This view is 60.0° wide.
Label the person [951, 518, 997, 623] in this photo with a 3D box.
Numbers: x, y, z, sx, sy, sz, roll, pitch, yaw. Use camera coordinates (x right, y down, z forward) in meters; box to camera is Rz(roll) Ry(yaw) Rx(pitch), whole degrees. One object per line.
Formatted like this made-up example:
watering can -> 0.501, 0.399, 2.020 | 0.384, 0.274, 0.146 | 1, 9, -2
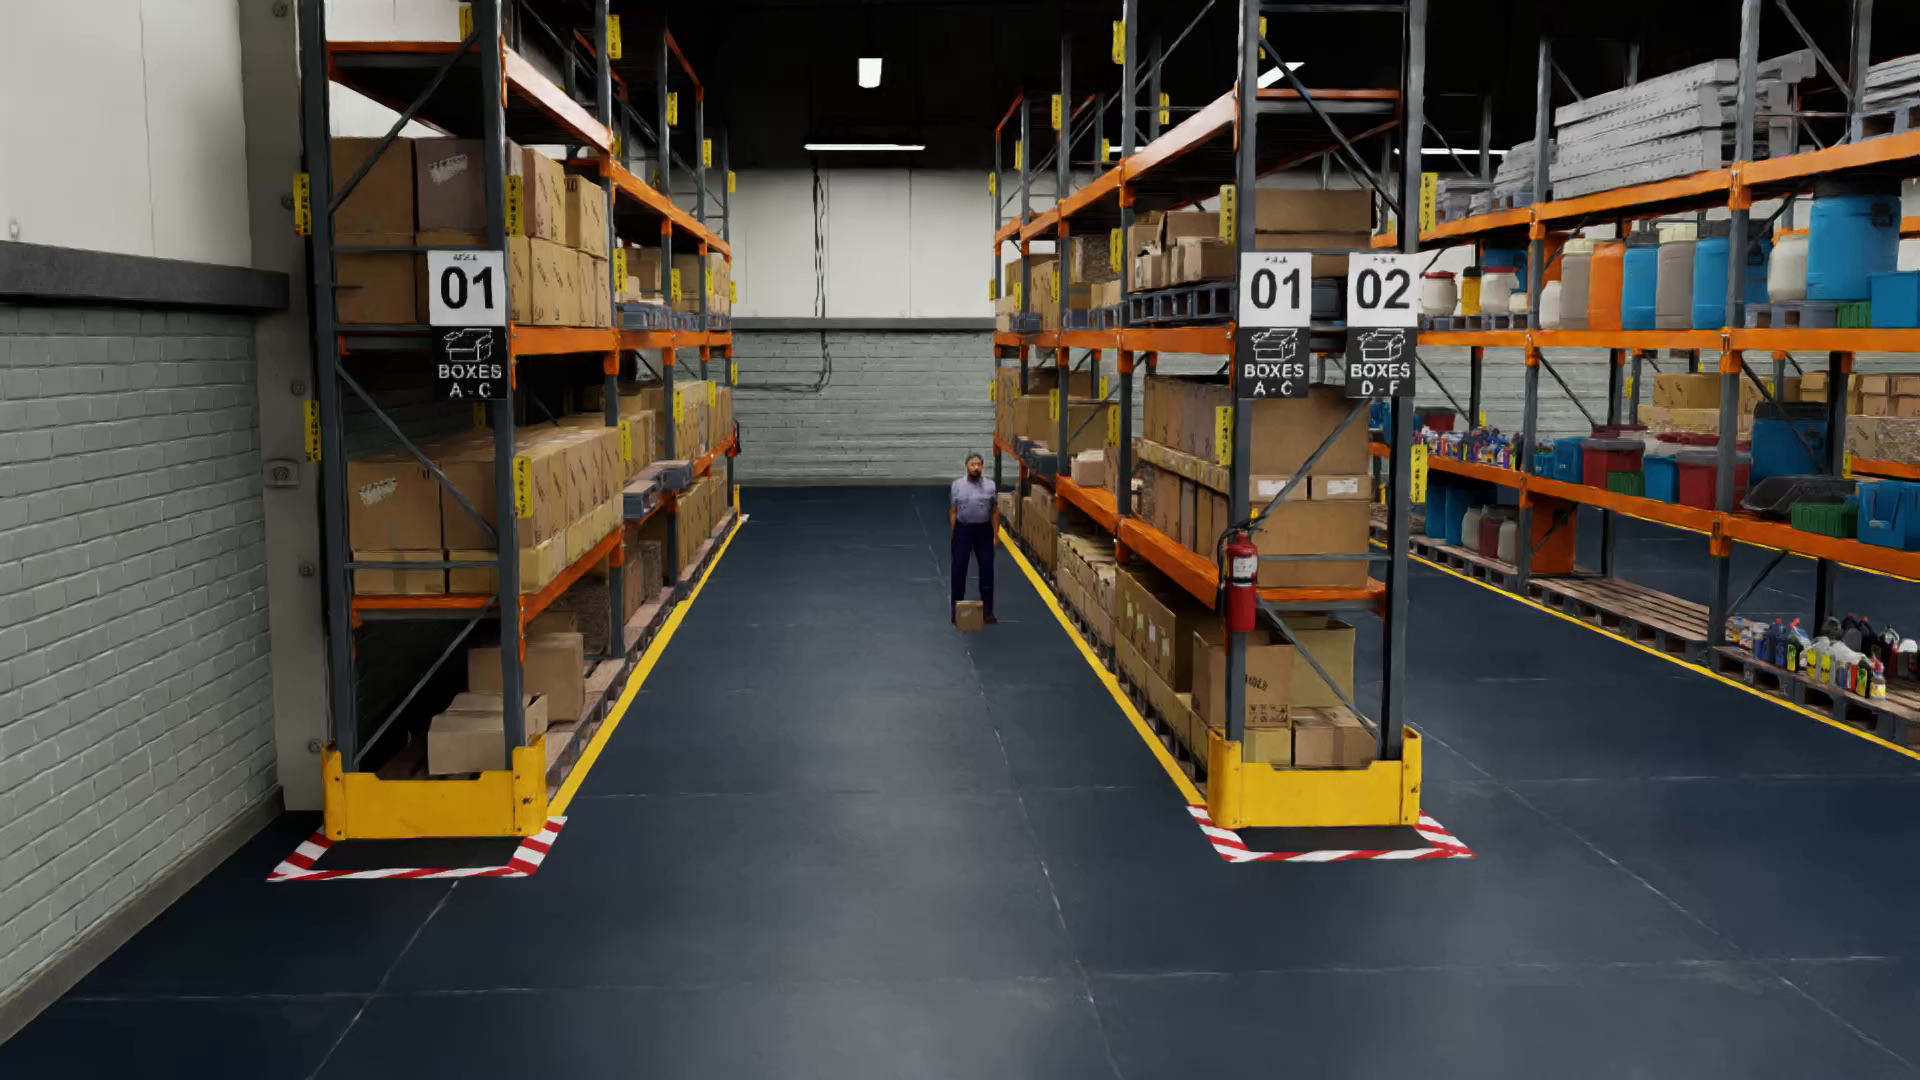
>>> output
person -> 0.130, 0.284, 16.144 | 0.447, 1.034, 0.342 | 0, 7, -3
